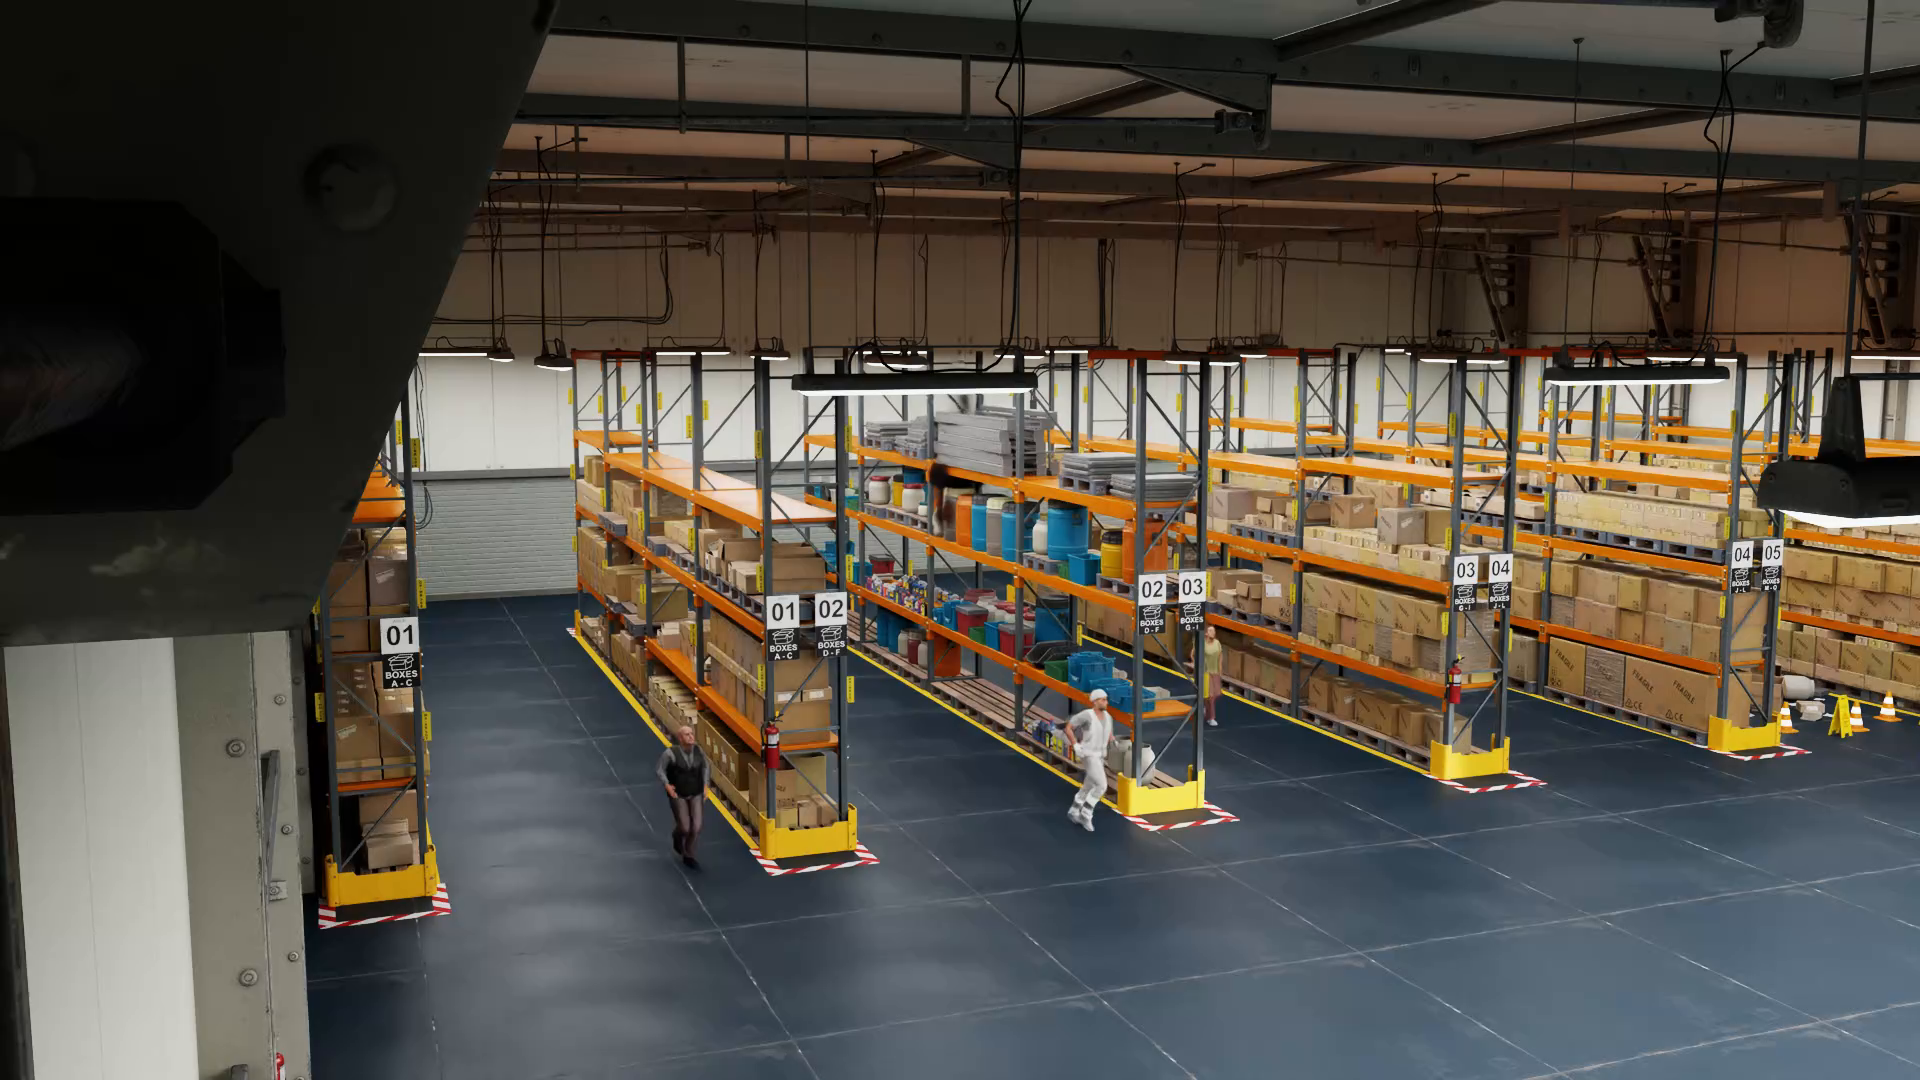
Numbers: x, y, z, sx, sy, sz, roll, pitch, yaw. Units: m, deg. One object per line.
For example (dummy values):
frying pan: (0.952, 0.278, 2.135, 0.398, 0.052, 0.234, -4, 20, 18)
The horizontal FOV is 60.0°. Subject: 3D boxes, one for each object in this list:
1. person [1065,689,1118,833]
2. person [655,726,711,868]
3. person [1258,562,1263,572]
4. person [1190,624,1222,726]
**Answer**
person: (1.740, 2.811, 21.397, 0.667, 1.793, 0.669, 6, 9, 39)
person: (-3.269, 3.050, 19.834, 0.691, 1.691, 0.537, -4, 8, -28)
person: (7.942, 0.282, 42.269, 0.907, 1.638, 0.570, -4, 8, -29)
person: (4.025, 2.169, 27.031, 0.592, 1.642, 0.572, -3, 8, -22)
